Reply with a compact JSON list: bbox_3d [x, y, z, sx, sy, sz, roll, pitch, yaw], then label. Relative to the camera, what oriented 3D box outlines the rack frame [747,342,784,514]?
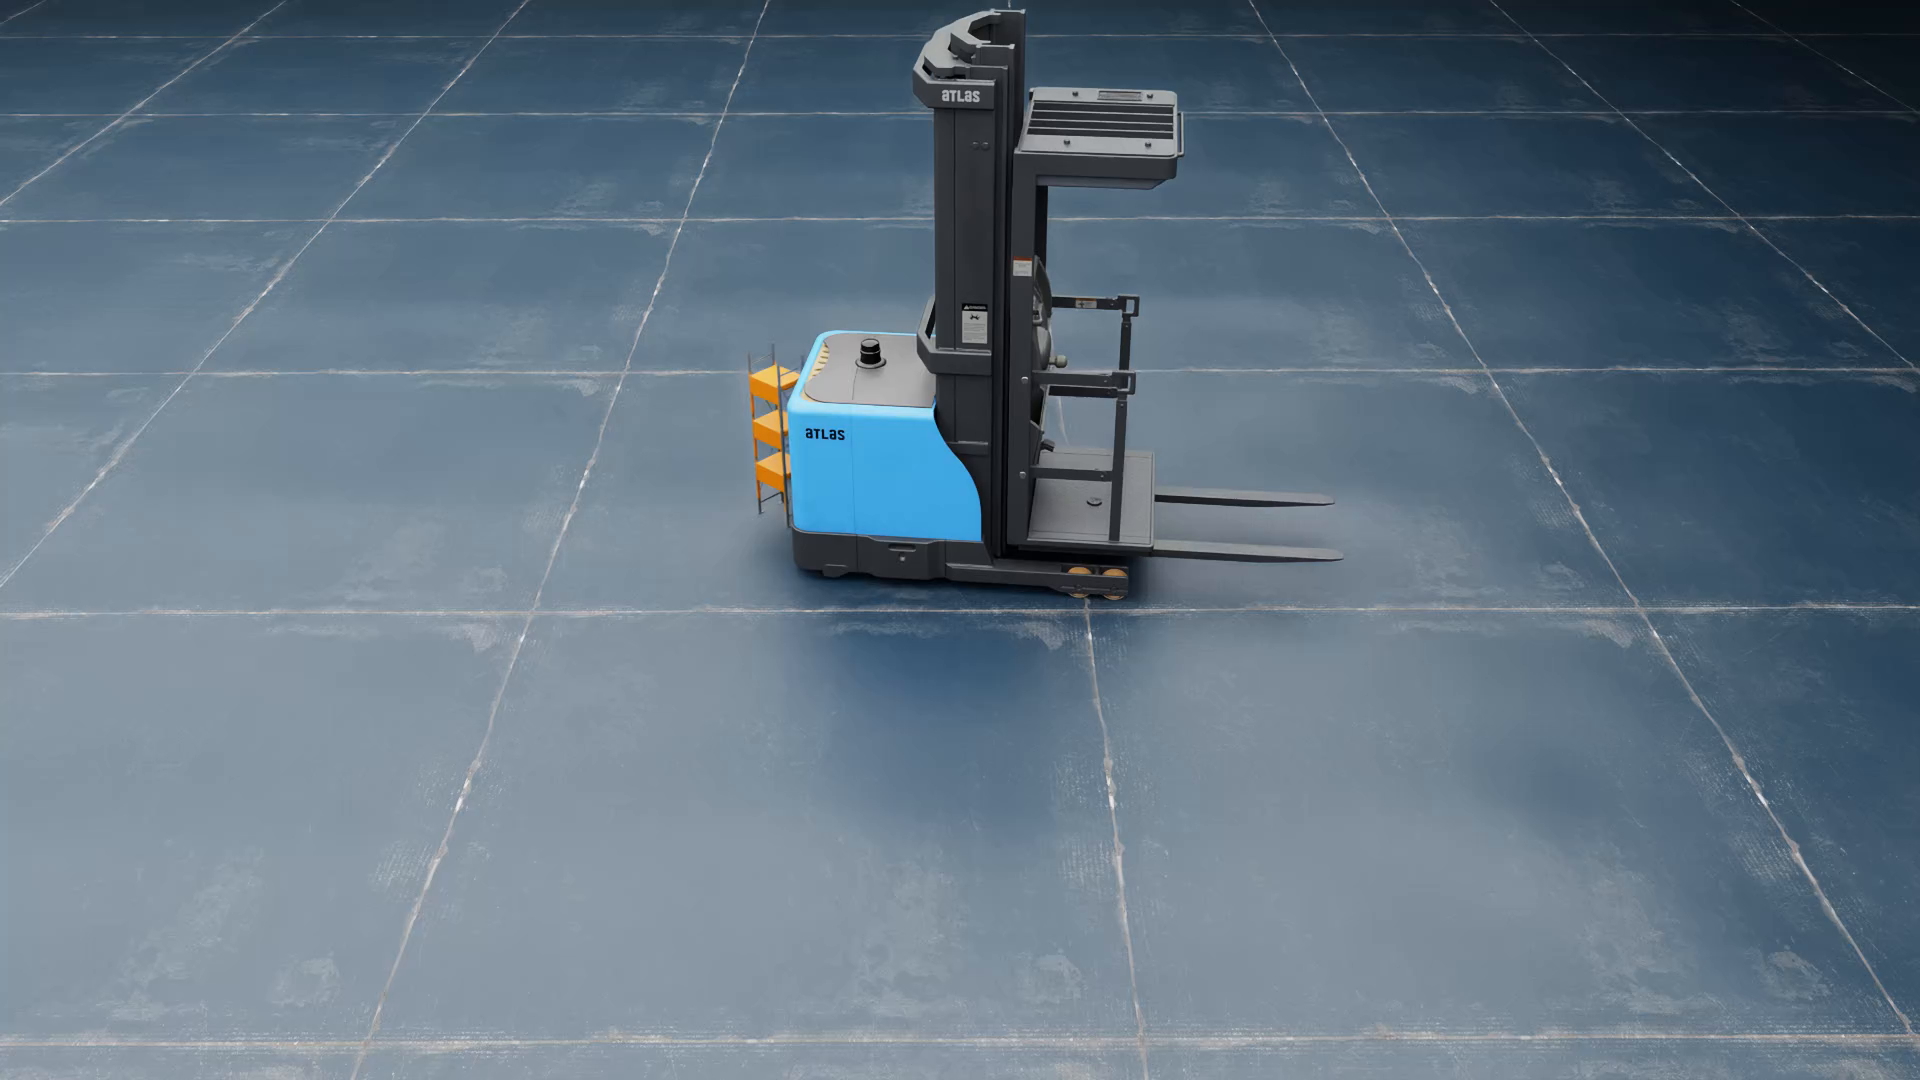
[{"bbox_3d":[-1.129,-0.642,9.685,0.008,1.050,0.200,25,39,35],"label":"rack frame"}]

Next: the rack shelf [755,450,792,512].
[{"bbox_3d":[-1.038,-0.353,9.765,0.240,0.259,0.215,25,39,35],"label":"rack shelf"}]

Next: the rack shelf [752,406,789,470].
[{"bbox_3d":[-1.038,-0.590,9.620,0.240,0.259,0.215,25,39,35],"label":"rack shelf"}]

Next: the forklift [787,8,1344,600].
[{"bbox_3d":[0.620,-1.218,8.821,3.031,2.935,1.130,3,31,5],"label":"forklift"}]

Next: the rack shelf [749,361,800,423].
[{"bbox_3d":[-1.038,-0.833,9.473,0.240,0.259,0.215,25,39,35],"label":"rack shelf"}]

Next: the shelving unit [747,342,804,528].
[{"bbox_3d":[-1.038,-0.599,9.615,0.252,1.050,0.215,25,39,35],"label":"shelving unit"}]

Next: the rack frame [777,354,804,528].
[{"bbox_3d":[-0.947,-0.557,9.545,0.008,1.050,0.200,25,39,35],"label":"rack frame"}]
